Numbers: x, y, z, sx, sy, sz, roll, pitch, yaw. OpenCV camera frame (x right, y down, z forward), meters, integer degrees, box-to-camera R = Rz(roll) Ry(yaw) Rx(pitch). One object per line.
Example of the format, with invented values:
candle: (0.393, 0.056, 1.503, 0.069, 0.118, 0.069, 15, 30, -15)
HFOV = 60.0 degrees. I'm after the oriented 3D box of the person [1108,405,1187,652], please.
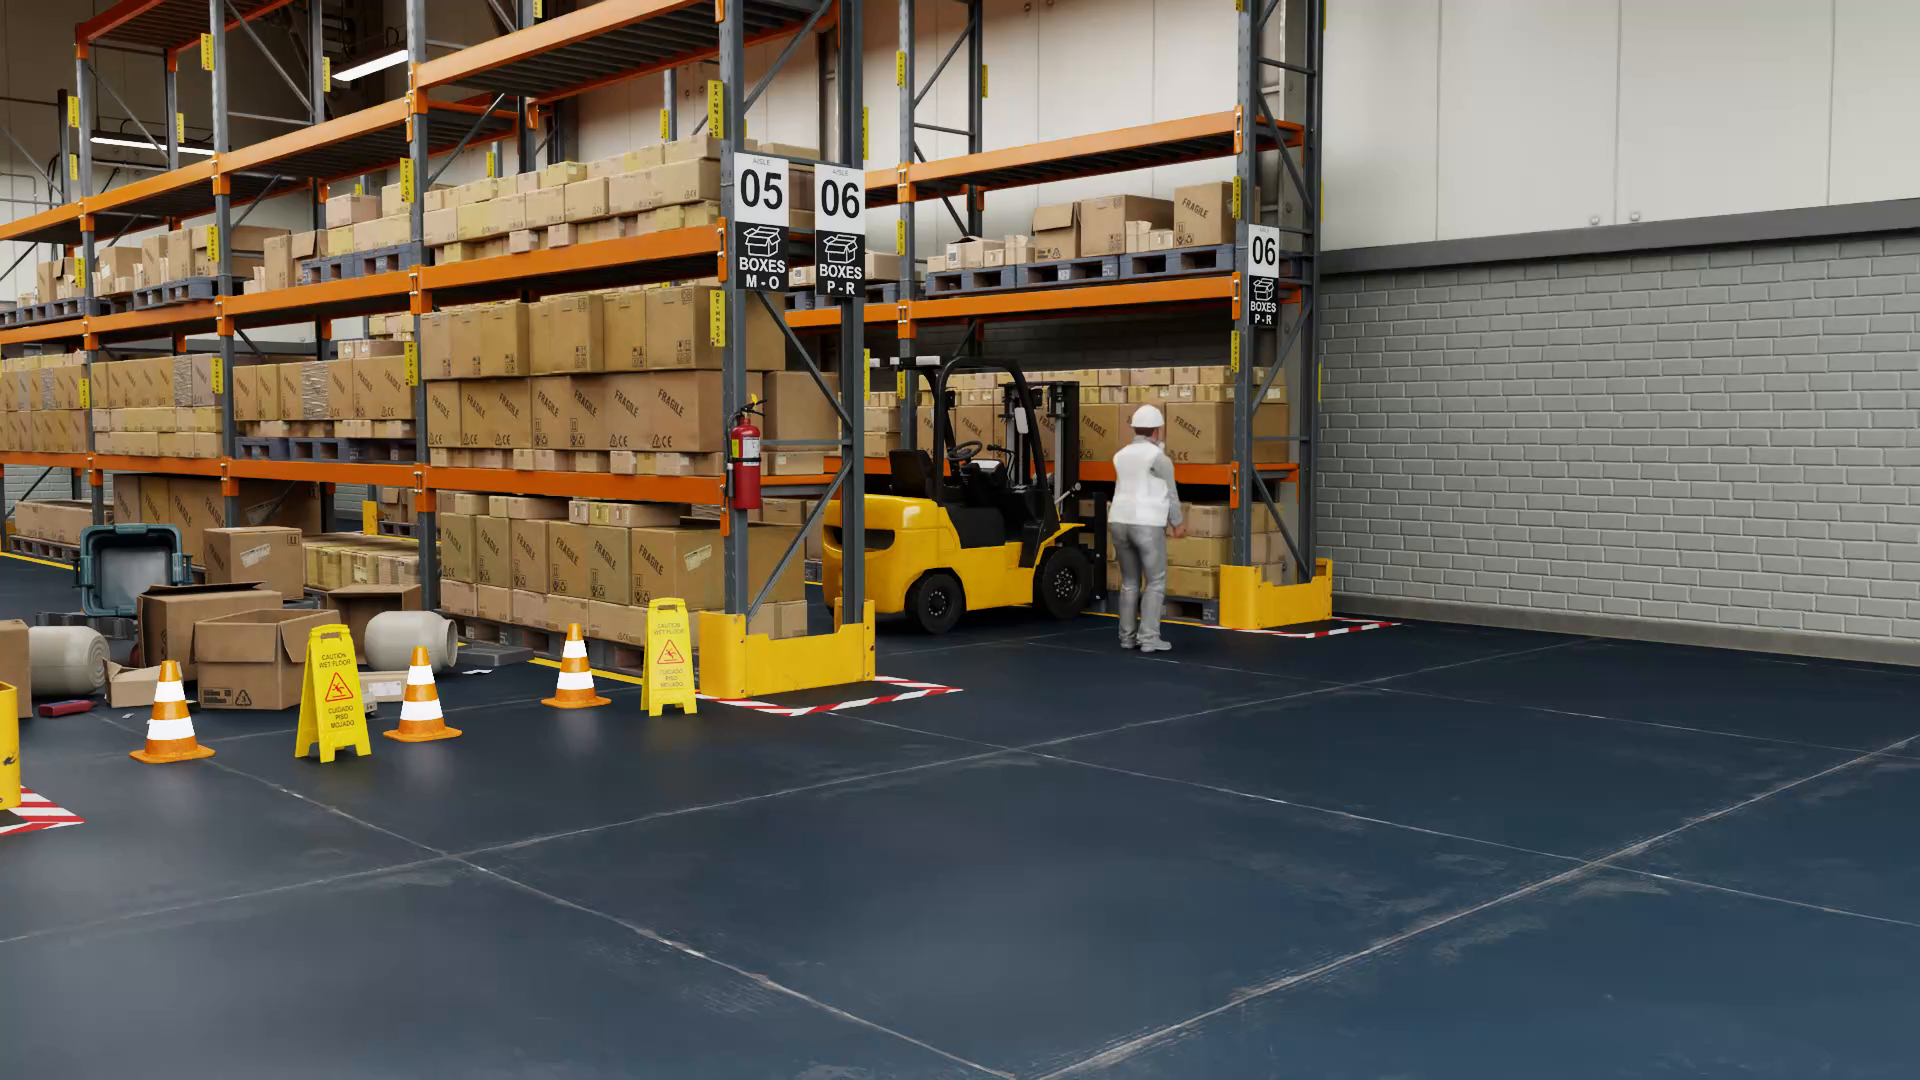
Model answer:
person: (1.348, -0.092, 12.039, 0.577, 1.765, 0.487, -4, 5, -45)
